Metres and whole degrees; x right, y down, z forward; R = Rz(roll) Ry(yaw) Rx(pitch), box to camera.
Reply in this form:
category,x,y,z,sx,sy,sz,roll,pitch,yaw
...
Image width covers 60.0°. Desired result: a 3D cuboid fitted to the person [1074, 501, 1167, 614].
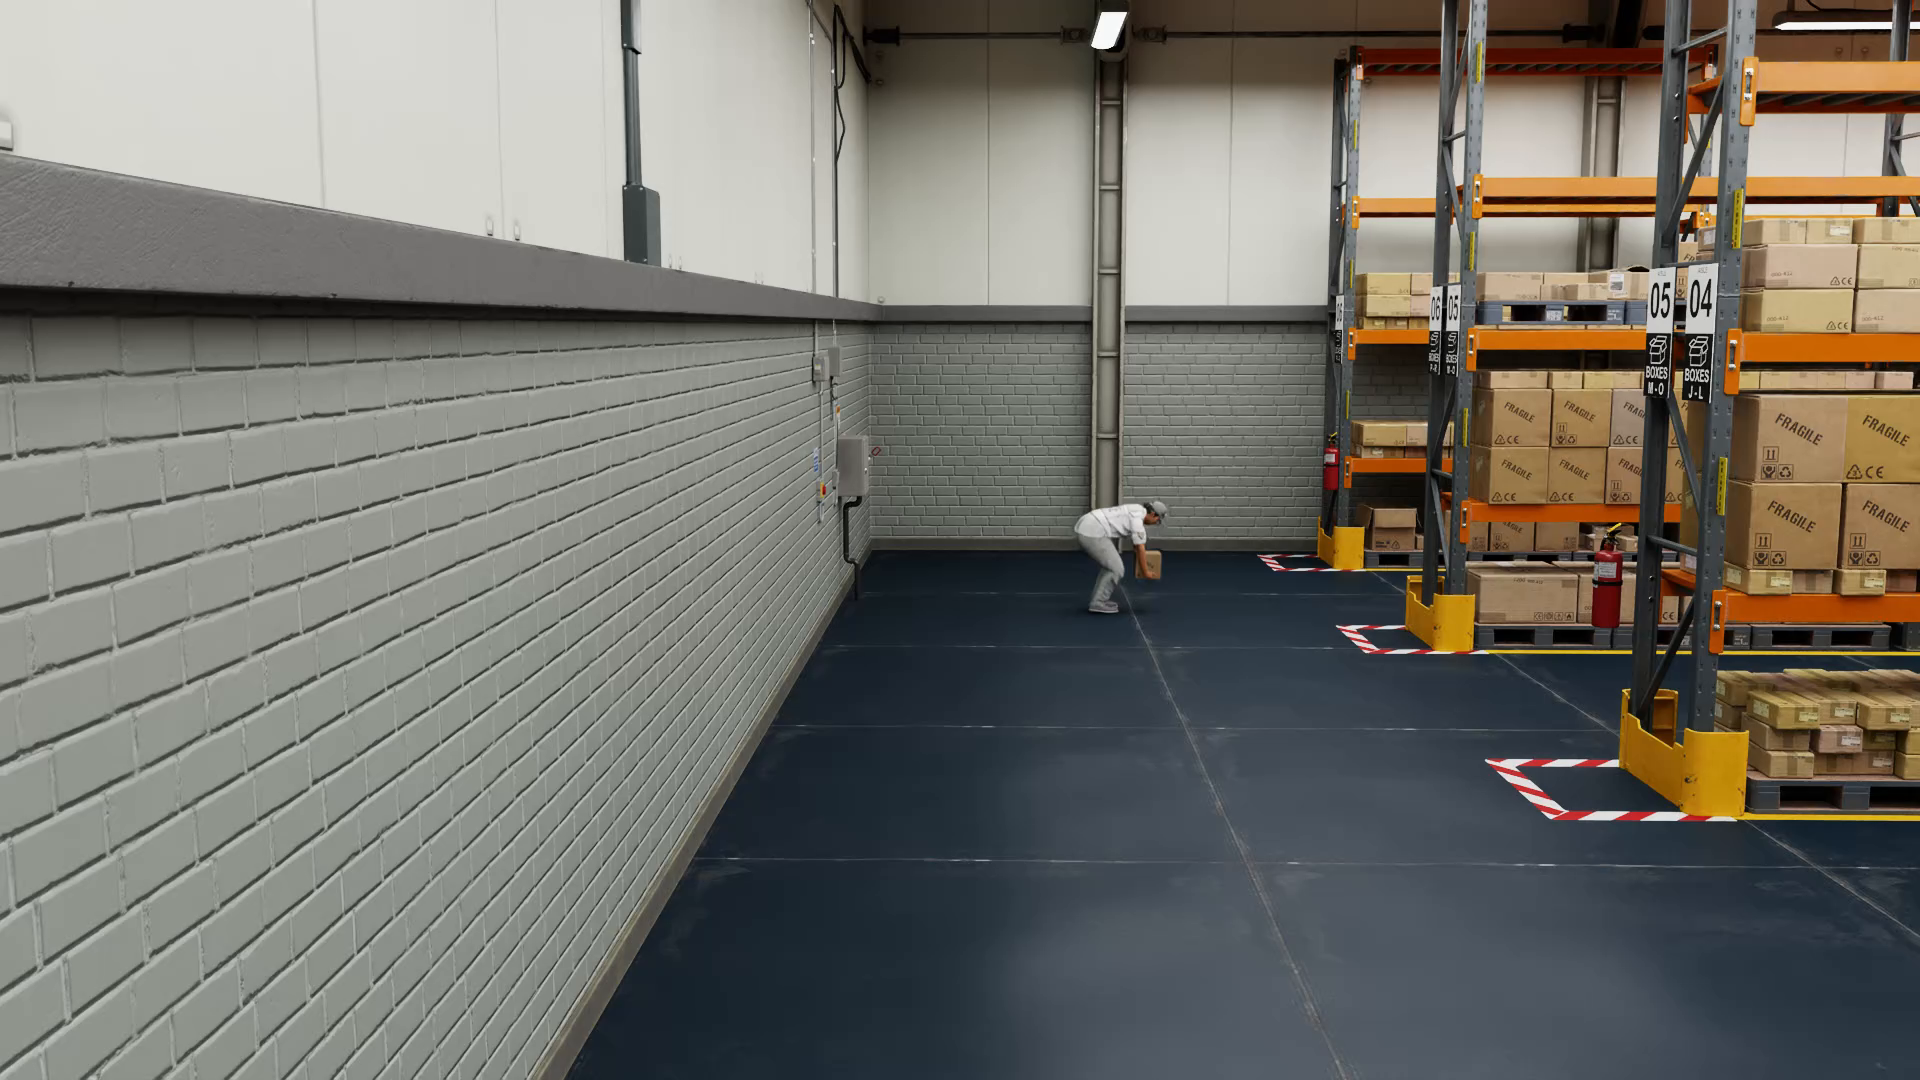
category,x,y,z,sx,sy,sz,roll,pitch,yaw
person,1.613,0.162,16.697,0.929,1.111,0.497,0,7,-1
